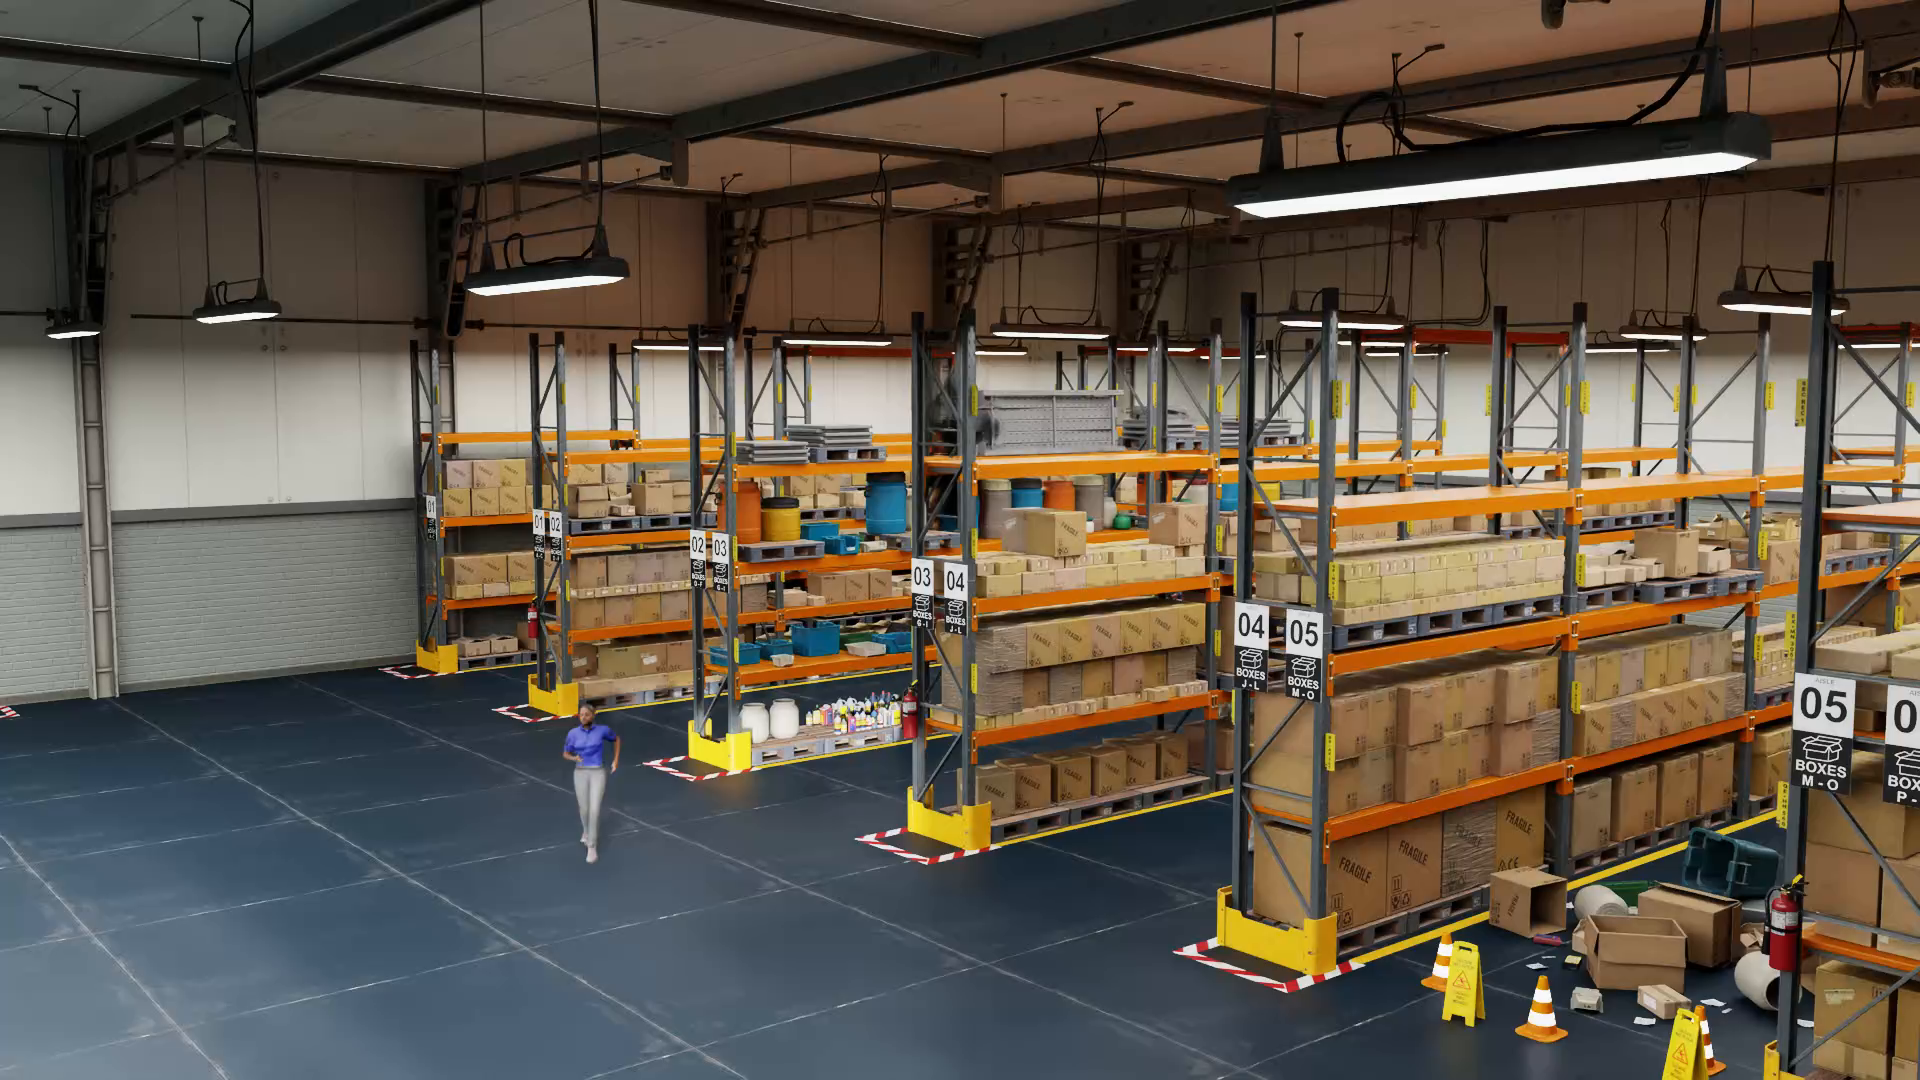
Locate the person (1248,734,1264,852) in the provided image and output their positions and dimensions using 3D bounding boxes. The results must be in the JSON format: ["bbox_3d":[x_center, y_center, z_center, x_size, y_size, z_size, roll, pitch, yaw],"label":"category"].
[{"bbox_3d":[3.473,2.543,18.546,0.693,1.750,0.990,5,7,42],"label":"person"}]

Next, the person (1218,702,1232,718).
[{"bbox_3d":[3.891,2.027,24.300,0.667,1.763,0.860,4,7,38],"label":"person"}]

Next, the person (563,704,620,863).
[{"bbox_3d":[-4.090,2.654,18.409,0.583,1.684,0.867,0,5,-2],"label":"person"}]
